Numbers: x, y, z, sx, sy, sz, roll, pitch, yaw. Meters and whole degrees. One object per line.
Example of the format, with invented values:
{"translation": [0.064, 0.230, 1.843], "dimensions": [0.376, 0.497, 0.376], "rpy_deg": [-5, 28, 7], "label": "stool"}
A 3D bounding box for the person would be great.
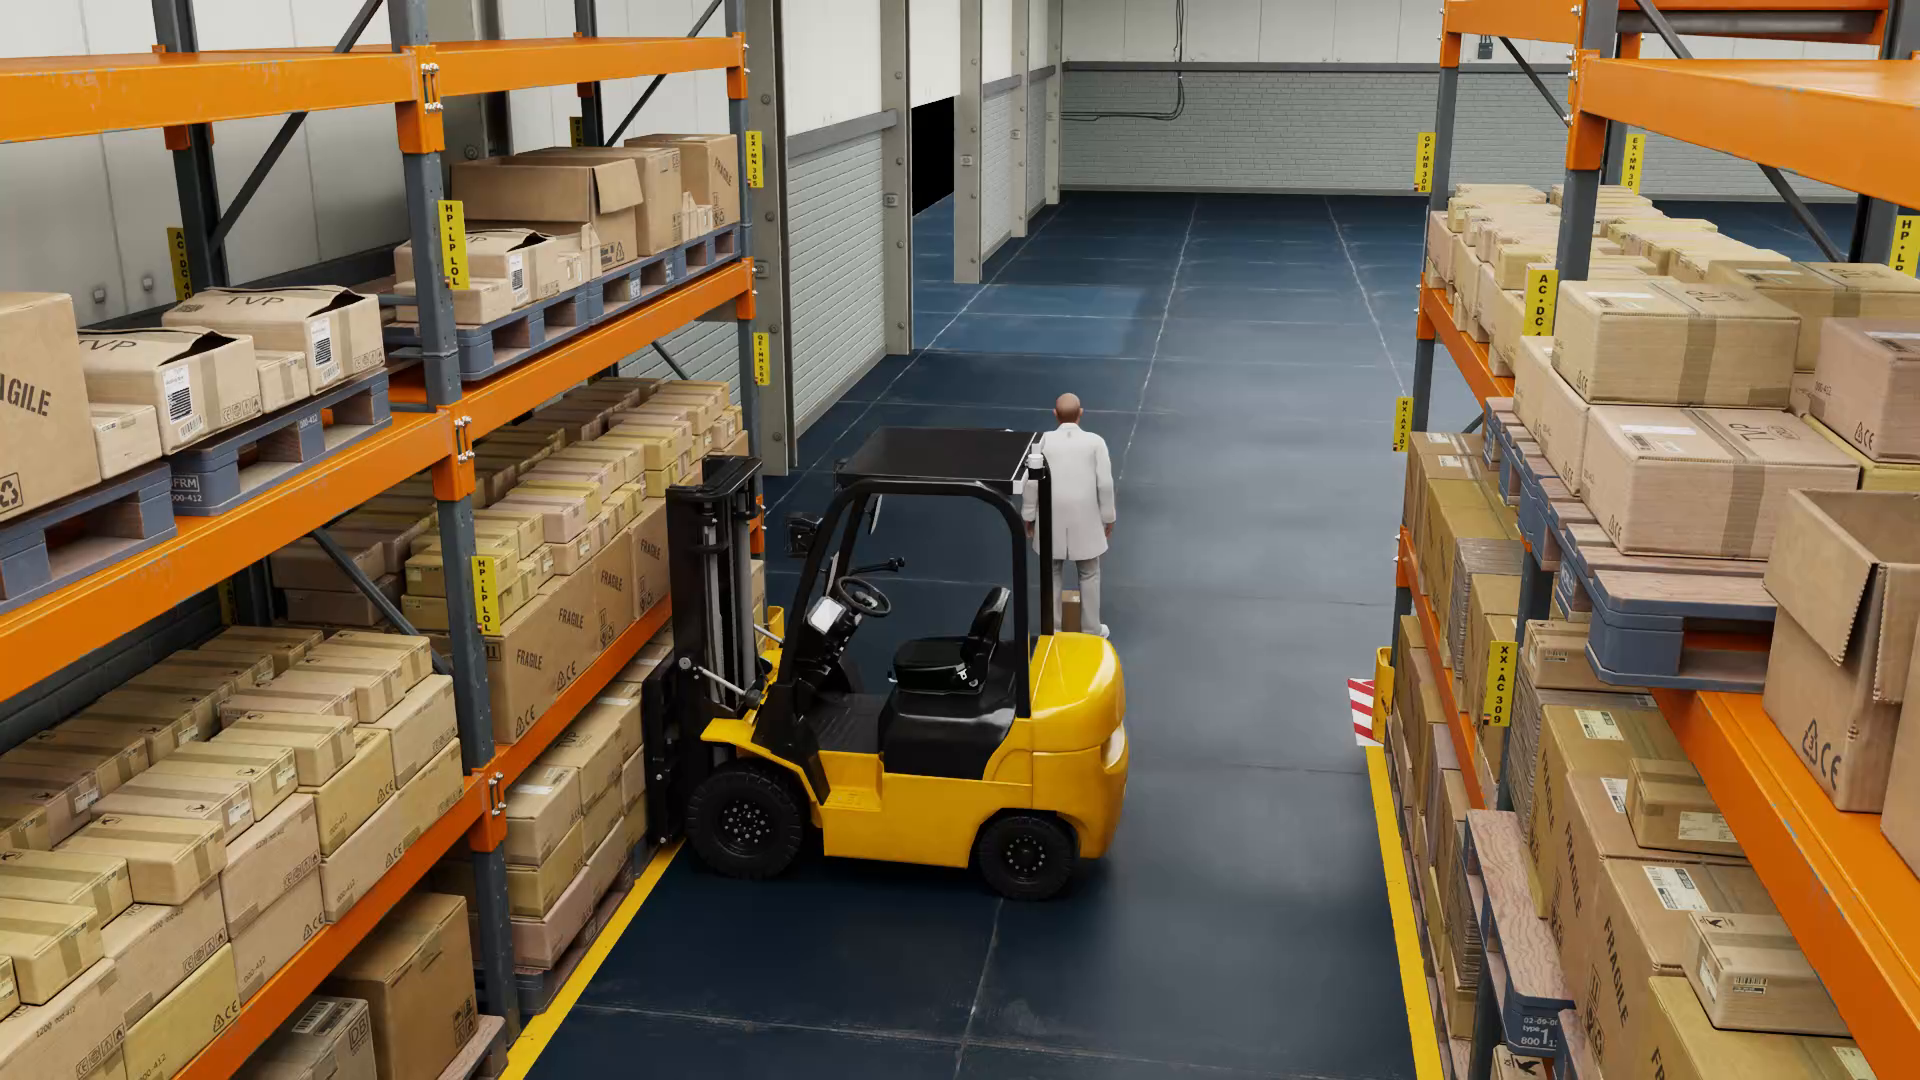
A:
{"translation": [0.750, -0.034, 11.523], "dimensions": [0.655, 1.569, 0.416], "rpy_deg": [2, 18, 7], "label": "person"}
